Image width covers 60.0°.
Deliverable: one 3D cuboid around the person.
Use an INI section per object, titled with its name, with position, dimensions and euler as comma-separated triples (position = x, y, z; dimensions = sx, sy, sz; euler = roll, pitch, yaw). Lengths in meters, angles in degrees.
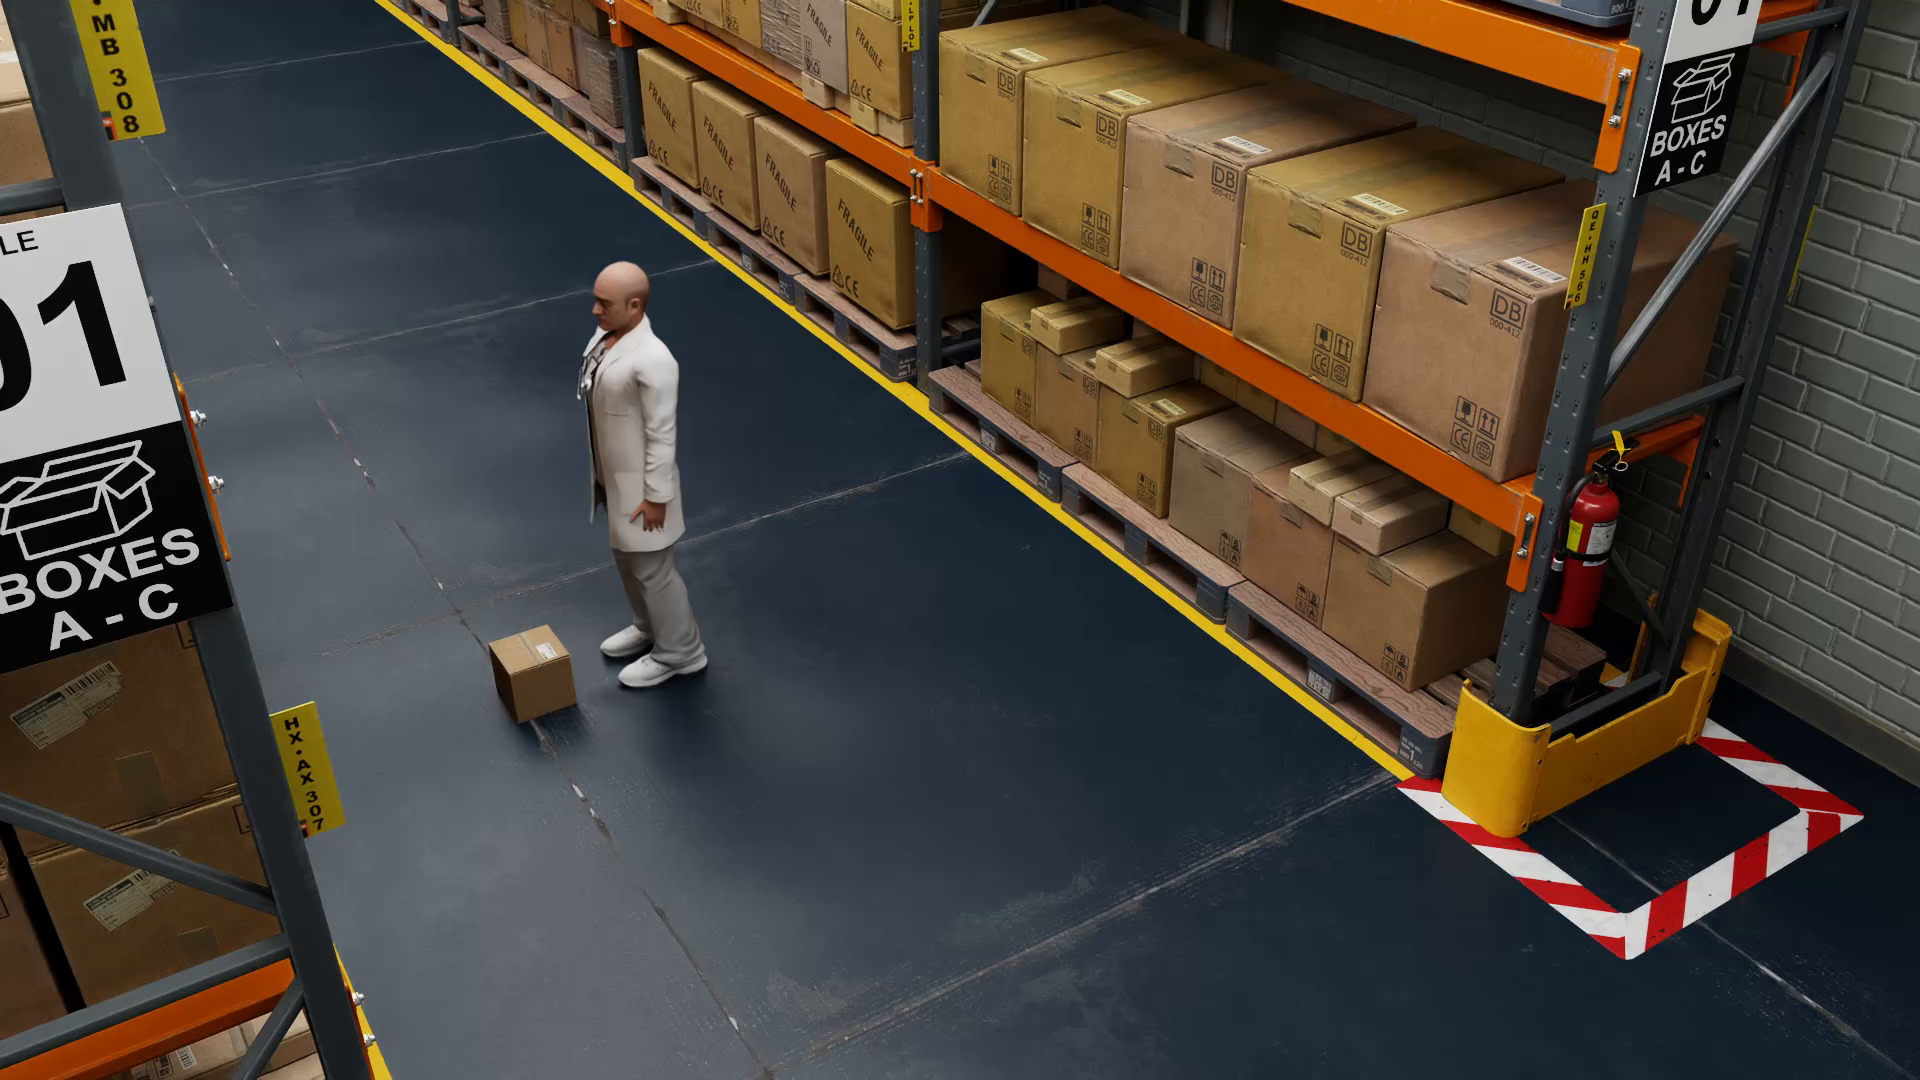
[person]
position = -1.290, -0.245, 6.542
dimensions = 0.387, 1.778, 0.571
euler = -18, 36, -26
